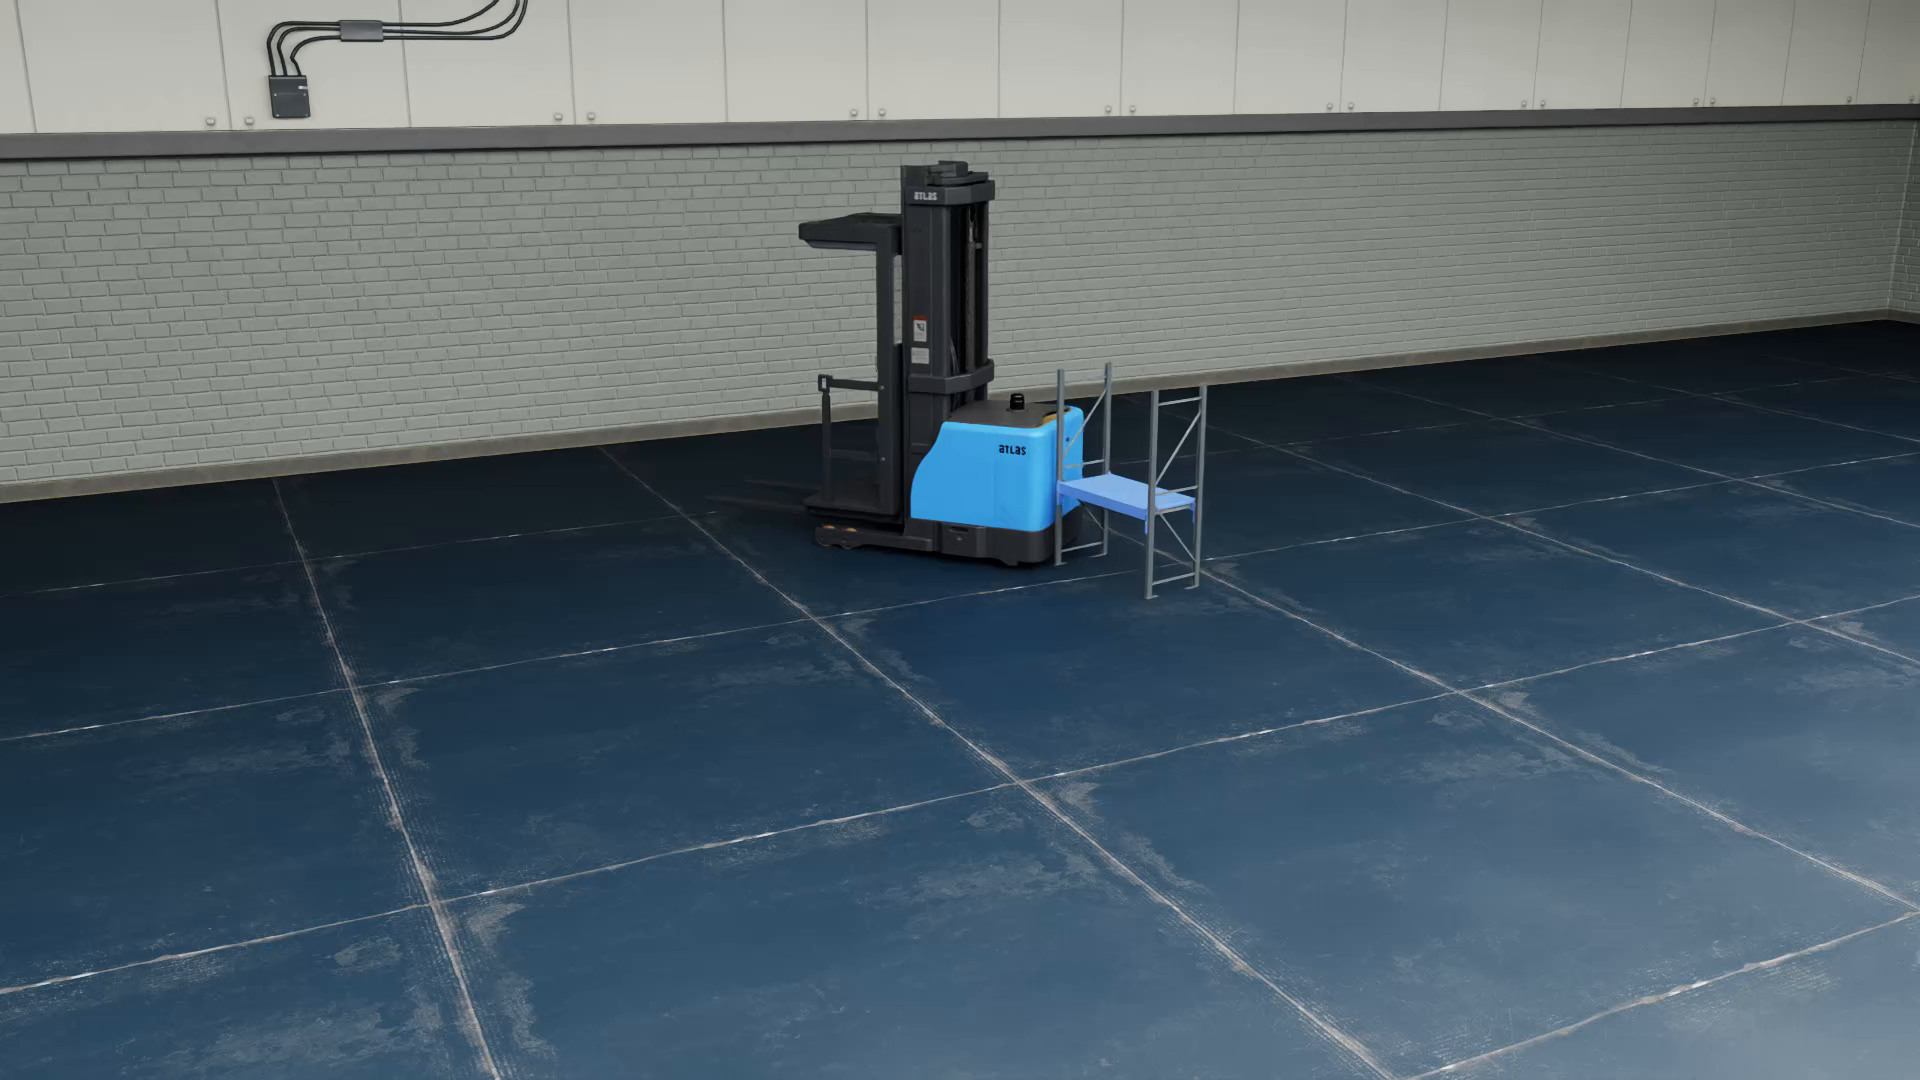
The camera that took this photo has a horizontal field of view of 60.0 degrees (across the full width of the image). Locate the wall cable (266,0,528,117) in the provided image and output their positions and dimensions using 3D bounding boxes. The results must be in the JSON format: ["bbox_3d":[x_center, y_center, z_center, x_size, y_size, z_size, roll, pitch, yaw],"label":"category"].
[{"bbox_3d":[-4.951,-6.711,14.156,2.305,6.003,0.169,-8,18,-25],"label":"wall cable"}]

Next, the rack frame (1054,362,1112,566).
[{"bbox_3d":[0.925,-0.569,12.516,0.500,1.500,0.032,-11,19,-34],"label":"rack frame"}]

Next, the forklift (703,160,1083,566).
[{"bbox_3d":[-0.590,-1.459,13.021,3.031,2.935,1.130,7,17,22],"label":"forklift"}]

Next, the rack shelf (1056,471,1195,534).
[{"bbox_3d":[1.223,-0.283,12.169,0.538,0.185,1.000,-11,19,-34],"label":"rack shelf"}]

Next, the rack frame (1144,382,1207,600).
[{"bbox_3d":[1.521,-0.342,11.724,0.500,1.500,0.032,-11,19,-34],"label":"rack frame"}]

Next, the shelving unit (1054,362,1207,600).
[{"bbox_3d":[1.223,-0.456,12.120,0.538,1.500,1.048,-11,19,-34],"label":"shelving unit"}]
